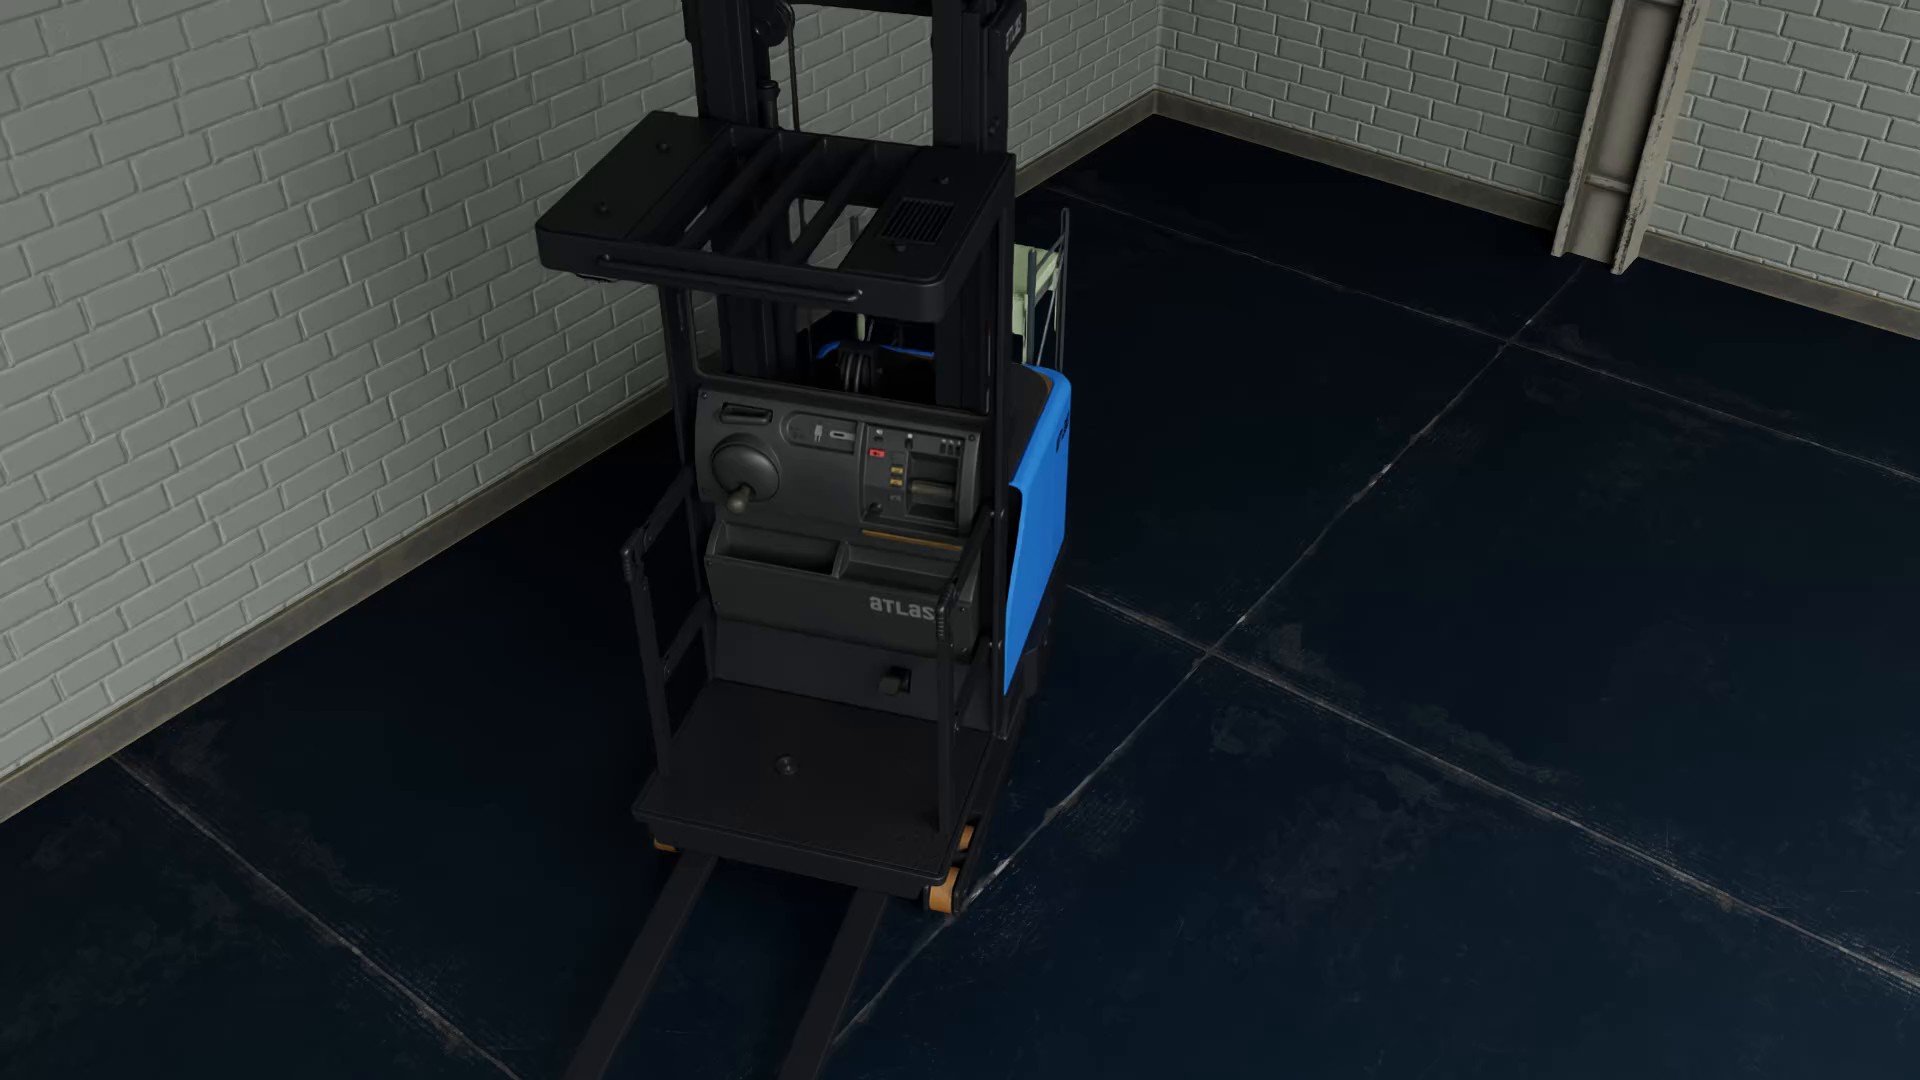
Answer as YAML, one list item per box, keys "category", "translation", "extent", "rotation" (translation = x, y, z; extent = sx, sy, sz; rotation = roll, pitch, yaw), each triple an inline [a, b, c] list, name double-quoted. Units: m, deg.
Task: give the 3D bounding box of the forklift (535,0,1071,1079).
- category: "forklift"
  translation: [-0.450, -0.162, 5.080]
  extent: [1.130, 2.935, 3.031]
  rotation: [10, 39, 12]

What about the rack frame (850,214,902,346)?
- category: "rack frame"
  translation: [-0.336, -0.763, 7.008]
  extent: [0.023, 1.500, 0.400]
  rotation: [14, 40, 18]

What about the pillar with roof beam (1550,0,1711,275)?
- category: "pillar with roof beam"
  translation: [0.931, -3.033, 3.825]
  extent: [0.400, 9.000, 9.100]
  rotation: [25, 45, 29]

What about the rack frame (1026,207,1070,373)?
- category: "rack frame"
  translation: [0.339, -0.589, 6.785]
  extent: [0.023, 1.500, 0.400]
  rotation: [14, 40, 18]

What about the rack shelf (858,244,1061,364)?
- category: "rack shelf"
  translation: [0.002, -0.983, 6.656]
  extent: [0.720, 0.370, 0.431]
  rotation: [14, 40, 18]

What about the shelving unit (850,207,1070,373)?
- category: "shelving unit"
  translation: [0.002, -0.676, 6.896]
  extent: [0.755, 1.500, 0.431]
  rotation: [14, 40, 18]
